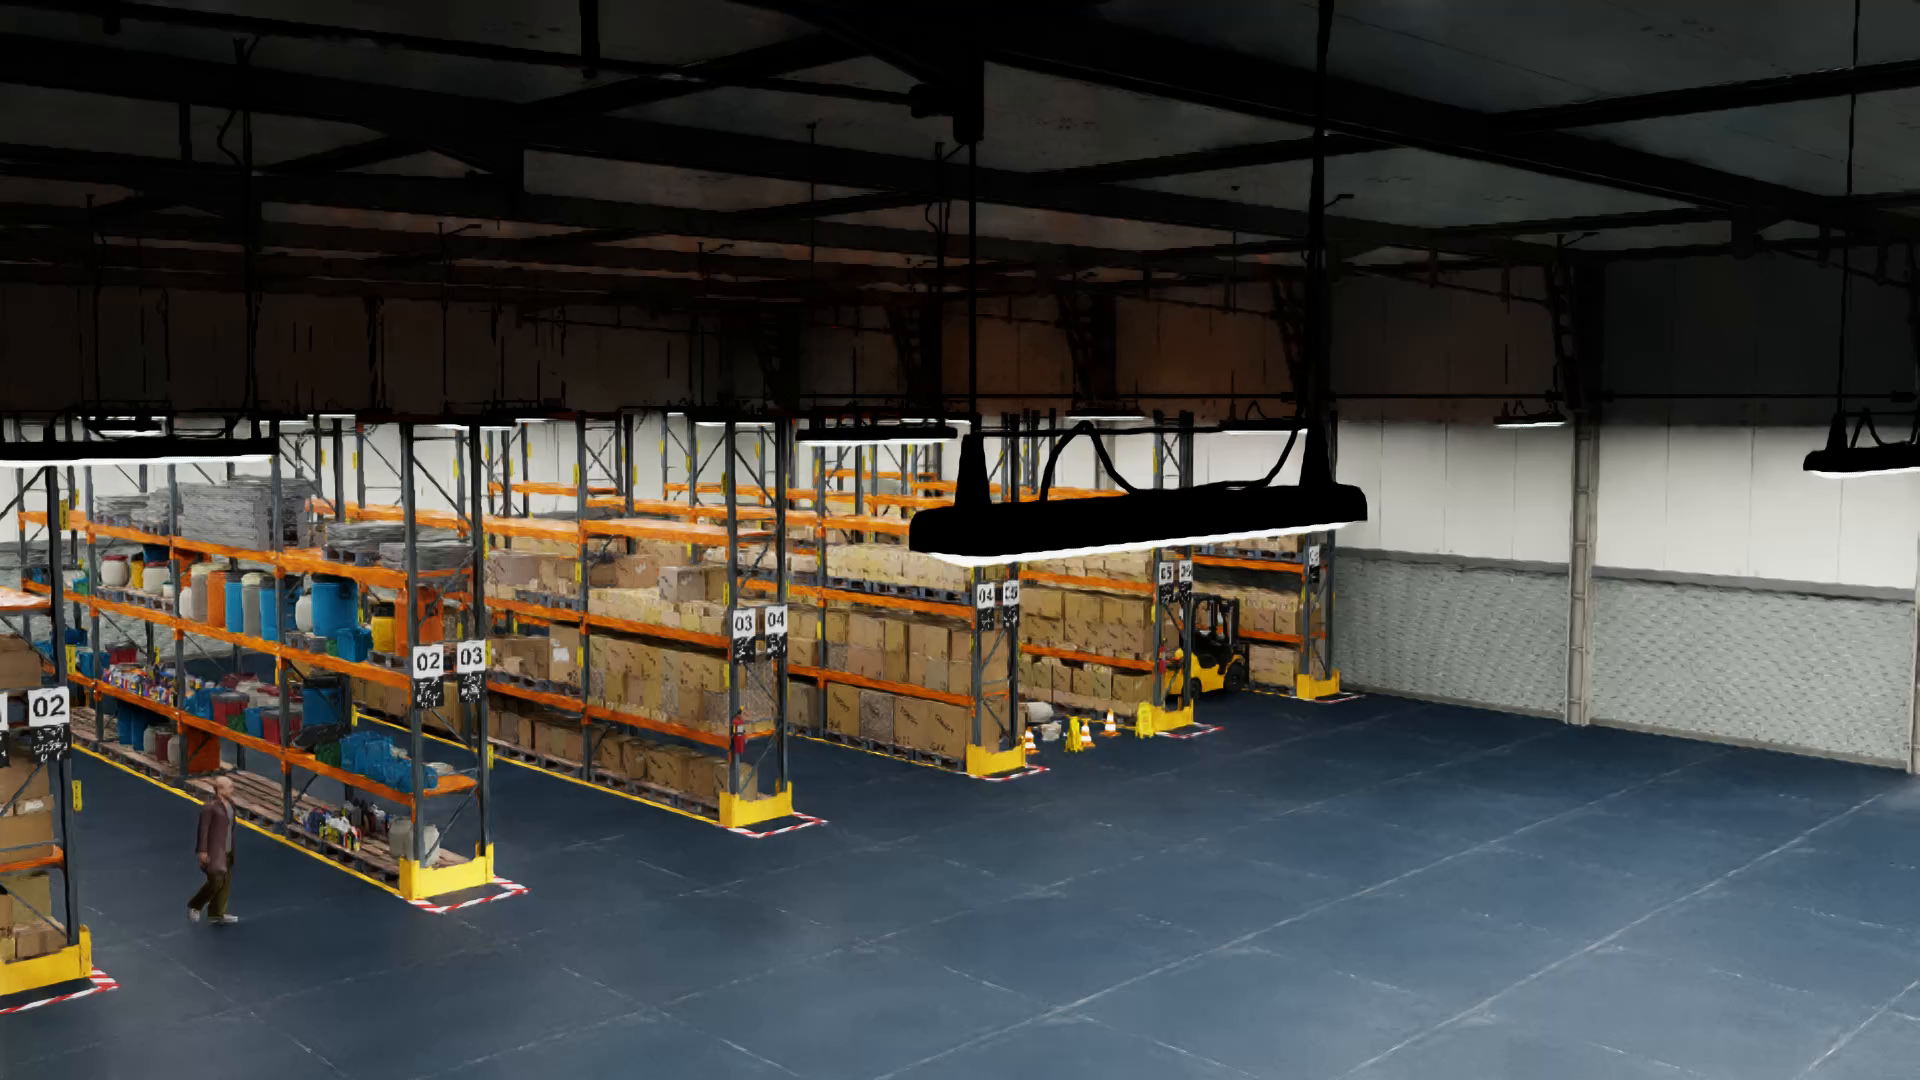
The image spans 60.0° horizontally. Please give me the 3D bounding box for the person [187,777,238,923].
[{"bbox_3d":[-8.973,3.718,19.941,0.573,1.773,0.622,1,5,10],"label":"person"}]
